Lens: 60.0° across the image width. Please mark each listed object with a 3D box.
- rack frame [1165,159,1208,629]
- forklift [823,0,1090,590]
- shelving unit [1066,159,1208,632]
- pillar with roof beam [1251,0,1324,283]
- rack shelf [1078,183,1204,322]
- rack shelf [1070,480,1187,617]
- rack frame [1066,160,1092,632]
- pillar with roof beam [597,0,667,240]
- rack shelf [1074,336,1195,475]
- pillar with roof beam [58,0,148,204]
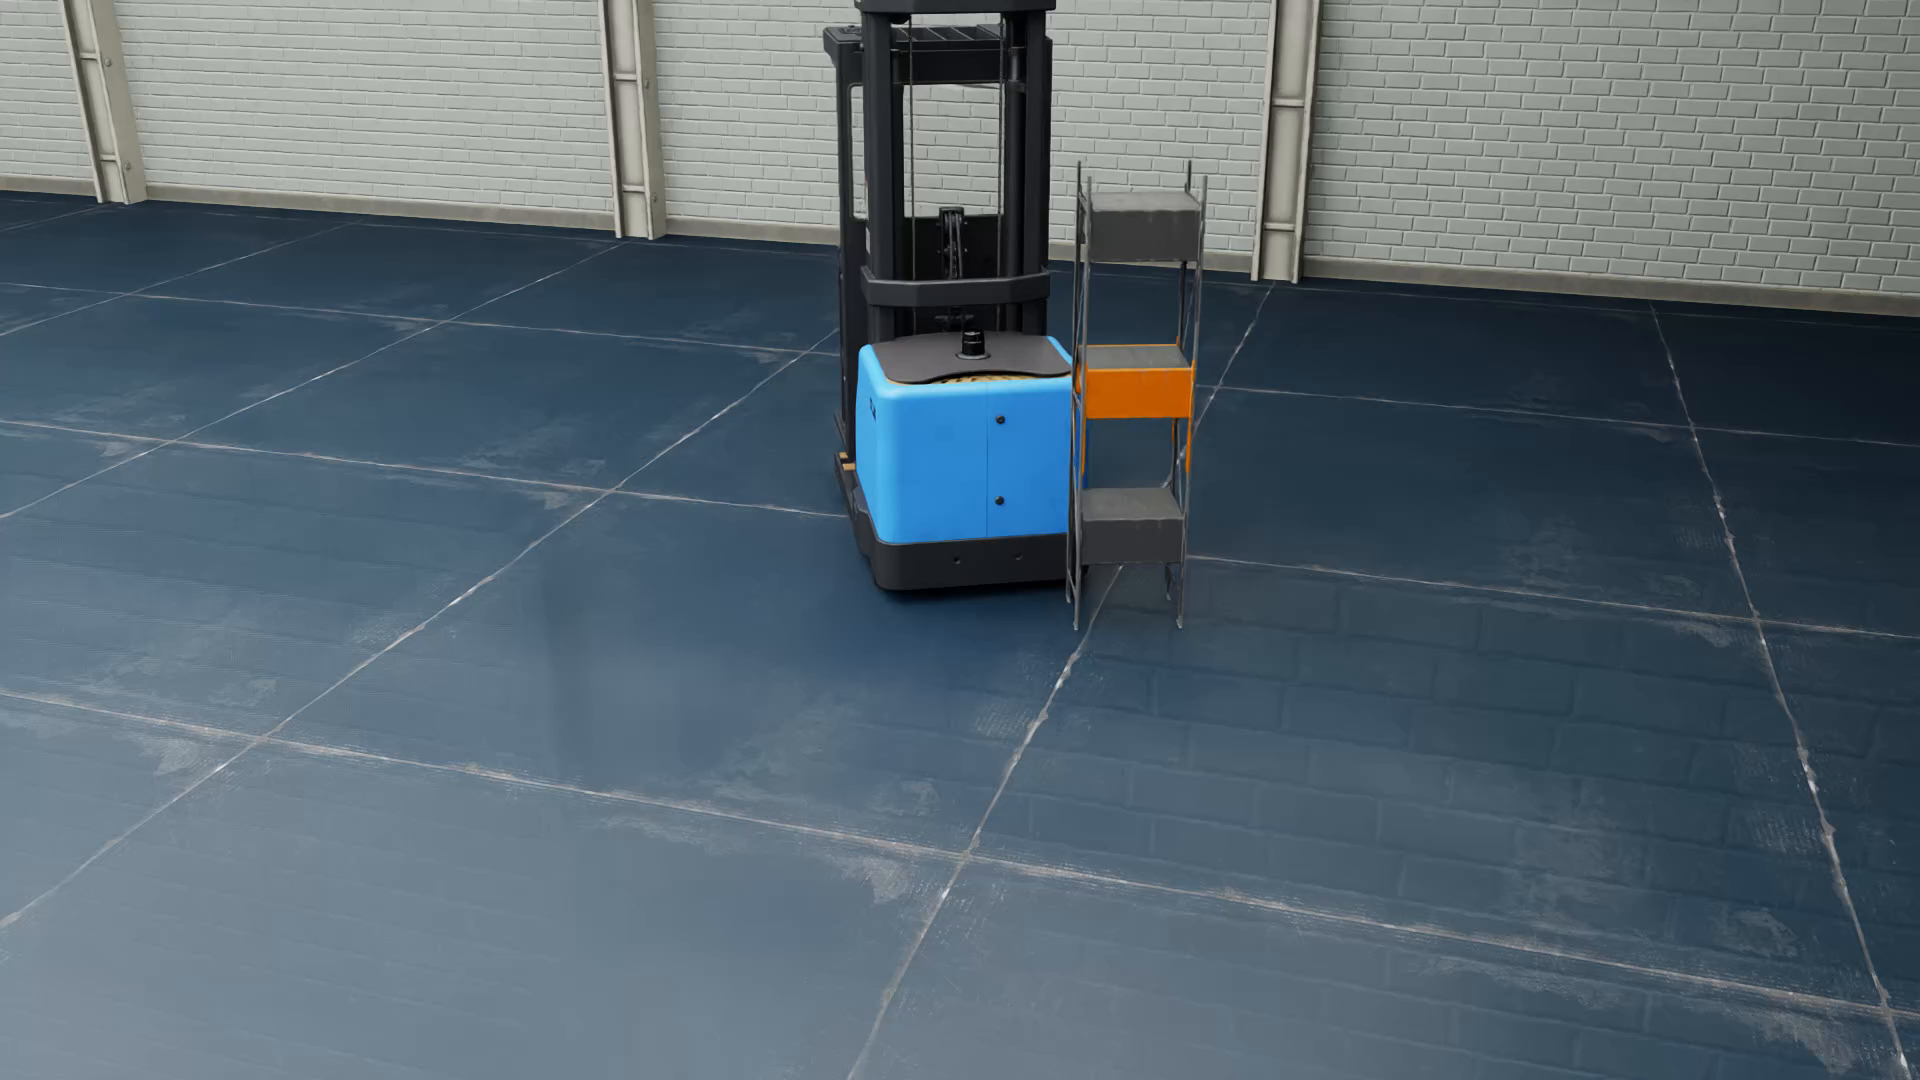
[{"bbox_3d":[1.020,-0.630,7.540,0.015,2.100,0.400,-1,22,-3],"label":"rack frame"},{"bbox_3d":[-0.121,-1.640,8.906,1.130,2.935,3.031,-4,23,-9],"label":"forklift"},{"bbox_3d":[0.776,-0.625,7.528,0.503,2.100,0.431,-1,22,-3],"label":"shelving unit"},{"bbox_3d":[1.468,-4.846,8.727,0.400,9.000,9.100,7,23,16],"label":"pillar with roof beam"},{"bbox_3d":[0.776,-1.260,7.267,0.480,0.518,0.431,-1,22,-3],"label":"rack shelf"},{"bbox_3d":[0.776,0.035,7.799,0.480,0.518,0.431,-1,22,-3],"label":"rack shelf"},{"bbox_3d":[0.532,-0.621,7.516,0.015,2.100,0.400,-1,22,-3],"label":"rack frame"},{"bbox_3d":[-4.276,-5.504,10.331,0.400,9.000,9.100,7,23,16],"label":"pillar with roof beam"},{"bbox_3d":[0.776,-0.613,7.533,0.480,0.518,0.431,-1,22,-3],"label":"rack shelf"},{"bbox_3d":[-10.020,-6.162,11.934,0.400,9.000,9.100,7,23,16],"label":"pillar with roof beam"}]
